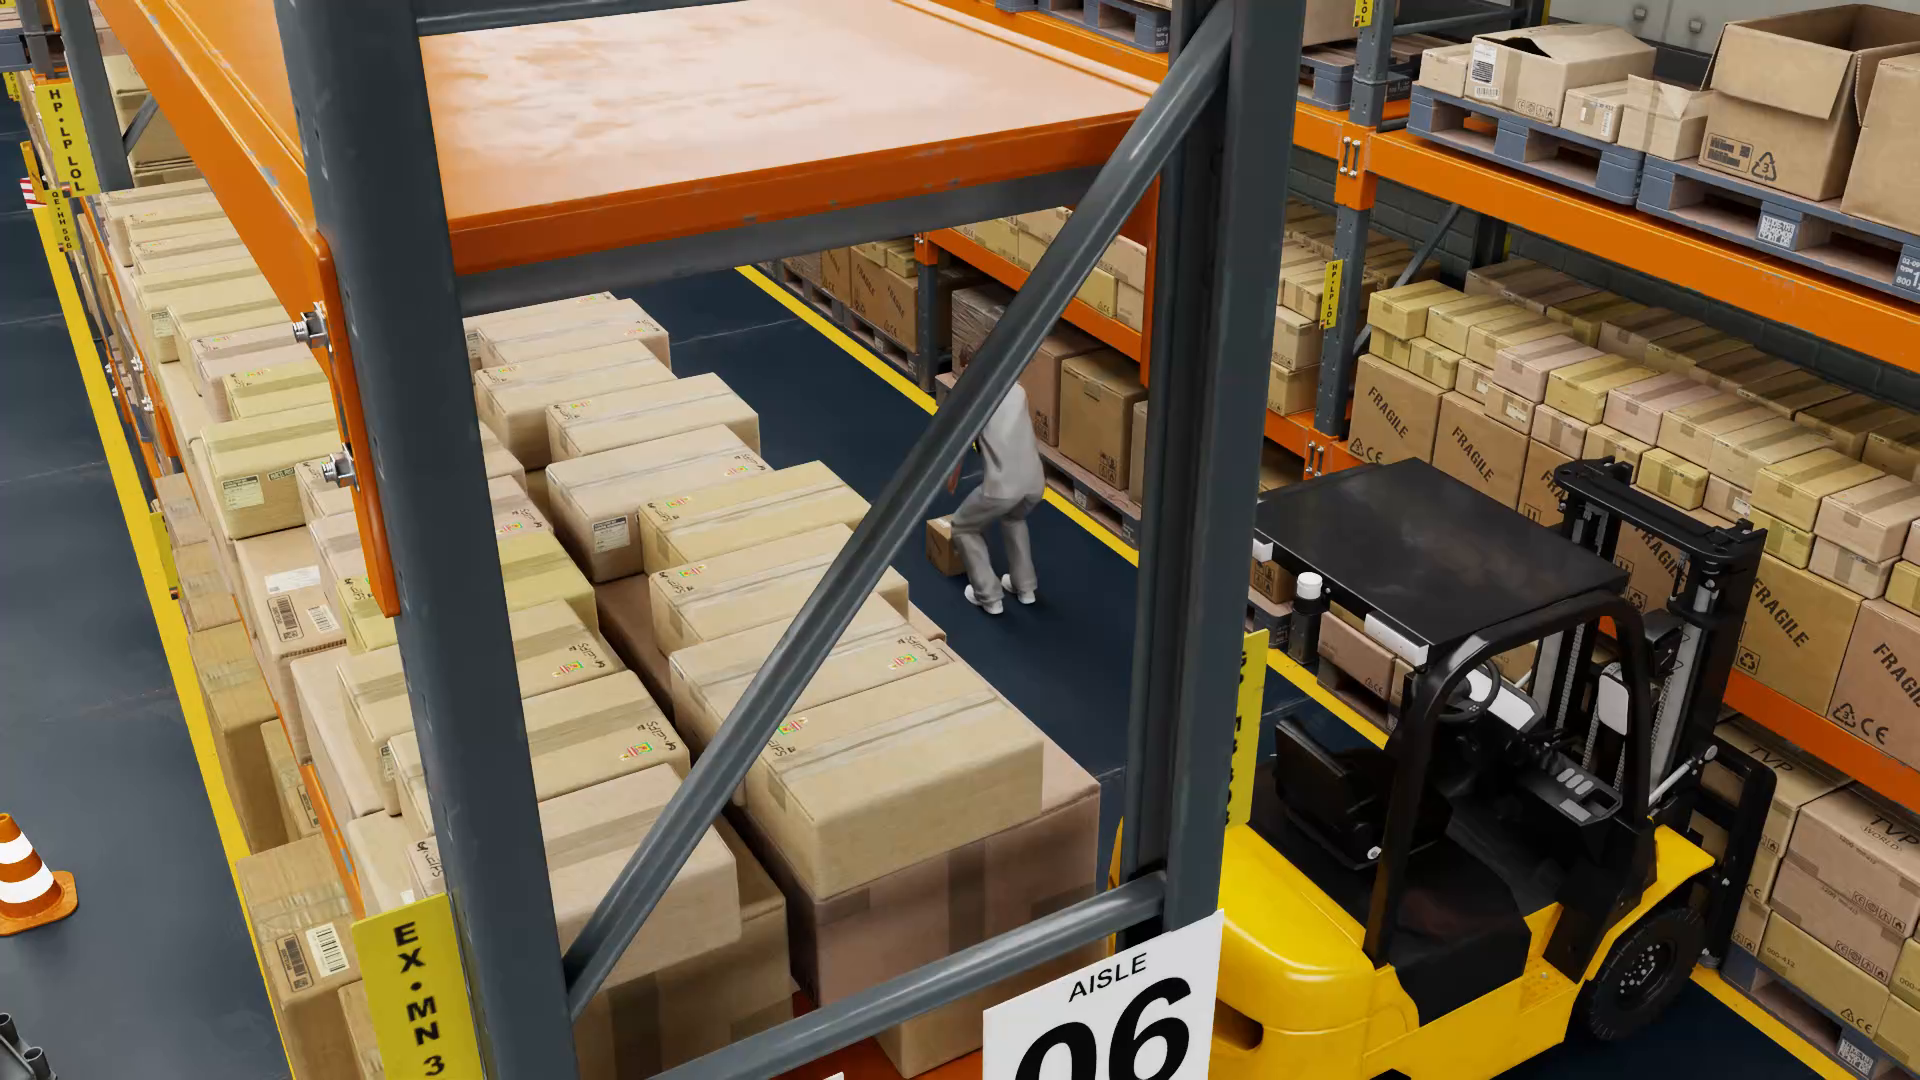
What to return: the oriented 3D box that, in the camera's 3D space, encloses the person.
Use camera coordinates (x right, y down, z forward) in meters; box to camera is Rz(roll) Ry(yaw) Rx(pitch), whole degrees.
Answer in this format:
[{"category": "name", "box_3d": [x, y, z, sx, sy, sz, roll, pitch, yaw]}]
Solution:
[{"category": "person", "box_3d": [0.178, -0.299, 8.935, 0.488, 1.420, 0.575, -16, 33, -26]}]
